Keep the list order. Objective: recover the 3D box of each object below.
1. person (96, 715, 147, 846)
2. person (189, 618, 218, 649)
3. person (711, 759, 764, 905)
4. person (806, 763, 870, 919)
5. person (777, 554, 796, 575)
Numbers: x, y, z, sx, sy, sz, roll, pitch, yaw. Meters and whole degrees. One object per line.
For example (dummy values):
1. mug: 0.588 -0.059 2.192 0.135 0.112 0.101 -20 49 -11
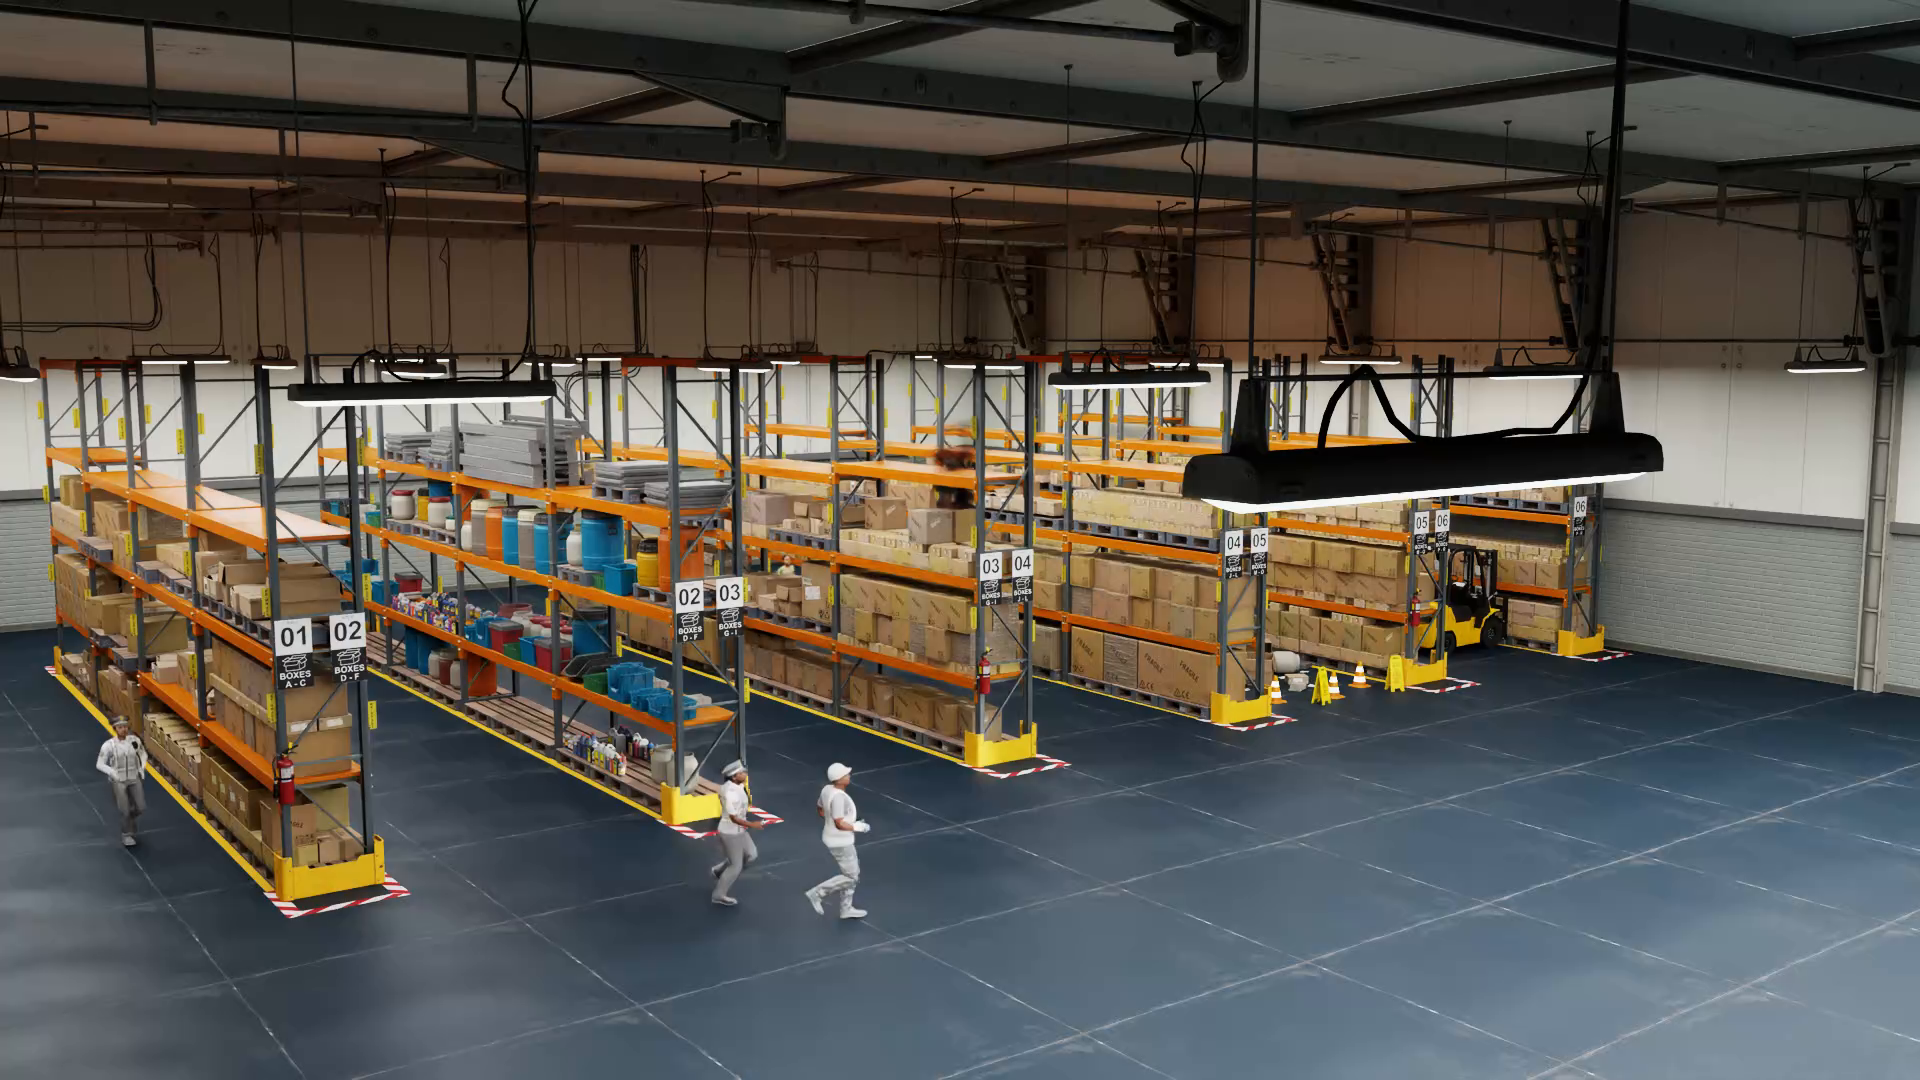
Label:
1. person: -10.482 3.010 20.885 0.611 1.649 0.569 -6 9 -42
2. person: -14.525 1.724 32.099 0.564 1.545 0.596 6 9 42
3. person: -2.506 3.272 18.747 0.612 1.659 0.597 0 7 -3
4. person: -1.357 3.290 18.158 0.704 1.743 0.687 -2 7 -16
5. person: -3.730 1.117 36.309 0.582 1.620 1.066 -4 8 -32
